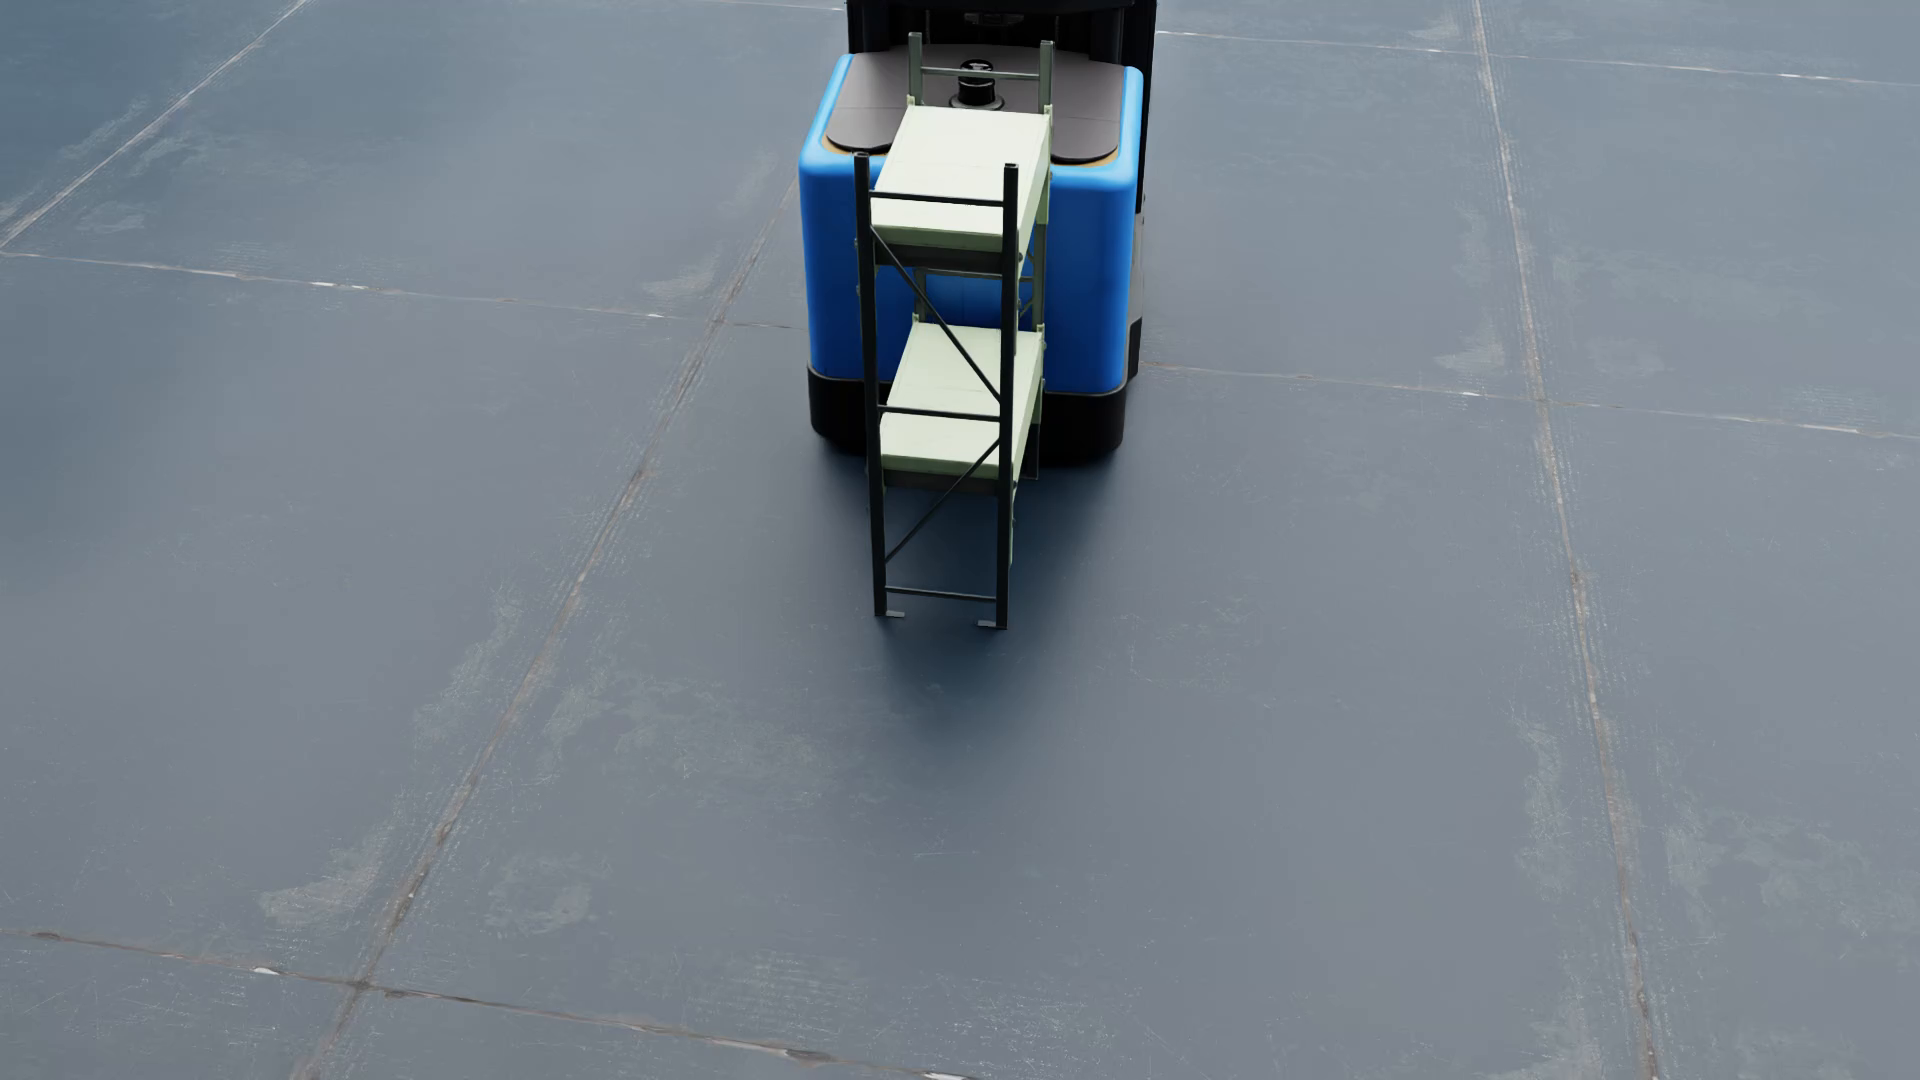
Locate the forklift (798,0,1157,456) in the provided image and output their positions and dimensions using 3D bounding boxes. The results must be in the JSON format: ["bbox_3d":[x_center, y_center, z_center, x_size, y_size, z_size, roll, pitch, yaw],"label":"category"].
[{"bbox_3d":[0.173,-2.339,5.779,1.130,2.935,3.031,4,40,5],"label":"forklift"}]

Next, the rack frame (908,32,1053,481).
[{"bbox_3d":[0.057,-0.798,5.037,0.400,1.500,0.023,6,40,7],"label":"rack frame"}]

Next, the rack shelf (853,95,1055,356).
[{"bbox_3d":[0.000,-0.868,4.510,0.431,0.370,0.720,6,40,7],"label":"rack shelf"}]

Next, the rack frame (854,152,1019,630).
[{"bbox_3d":[-0.057,-0.337,4.480,0.400,1.500,0.023,6,40,7],"label":"rack frame"}]

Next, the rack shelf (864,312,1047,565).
[{"bbox_3d":[0.000,-0.316,4.967,0.431,0.370,0.720,6,40,7],"label":"rack shelf"}]

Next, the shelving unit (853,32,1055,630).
[{"bbox_3d":[0.000,-0.568,4.759,0.431,1.500,0.755,6,40,7],"label":"shelving unit"}]
